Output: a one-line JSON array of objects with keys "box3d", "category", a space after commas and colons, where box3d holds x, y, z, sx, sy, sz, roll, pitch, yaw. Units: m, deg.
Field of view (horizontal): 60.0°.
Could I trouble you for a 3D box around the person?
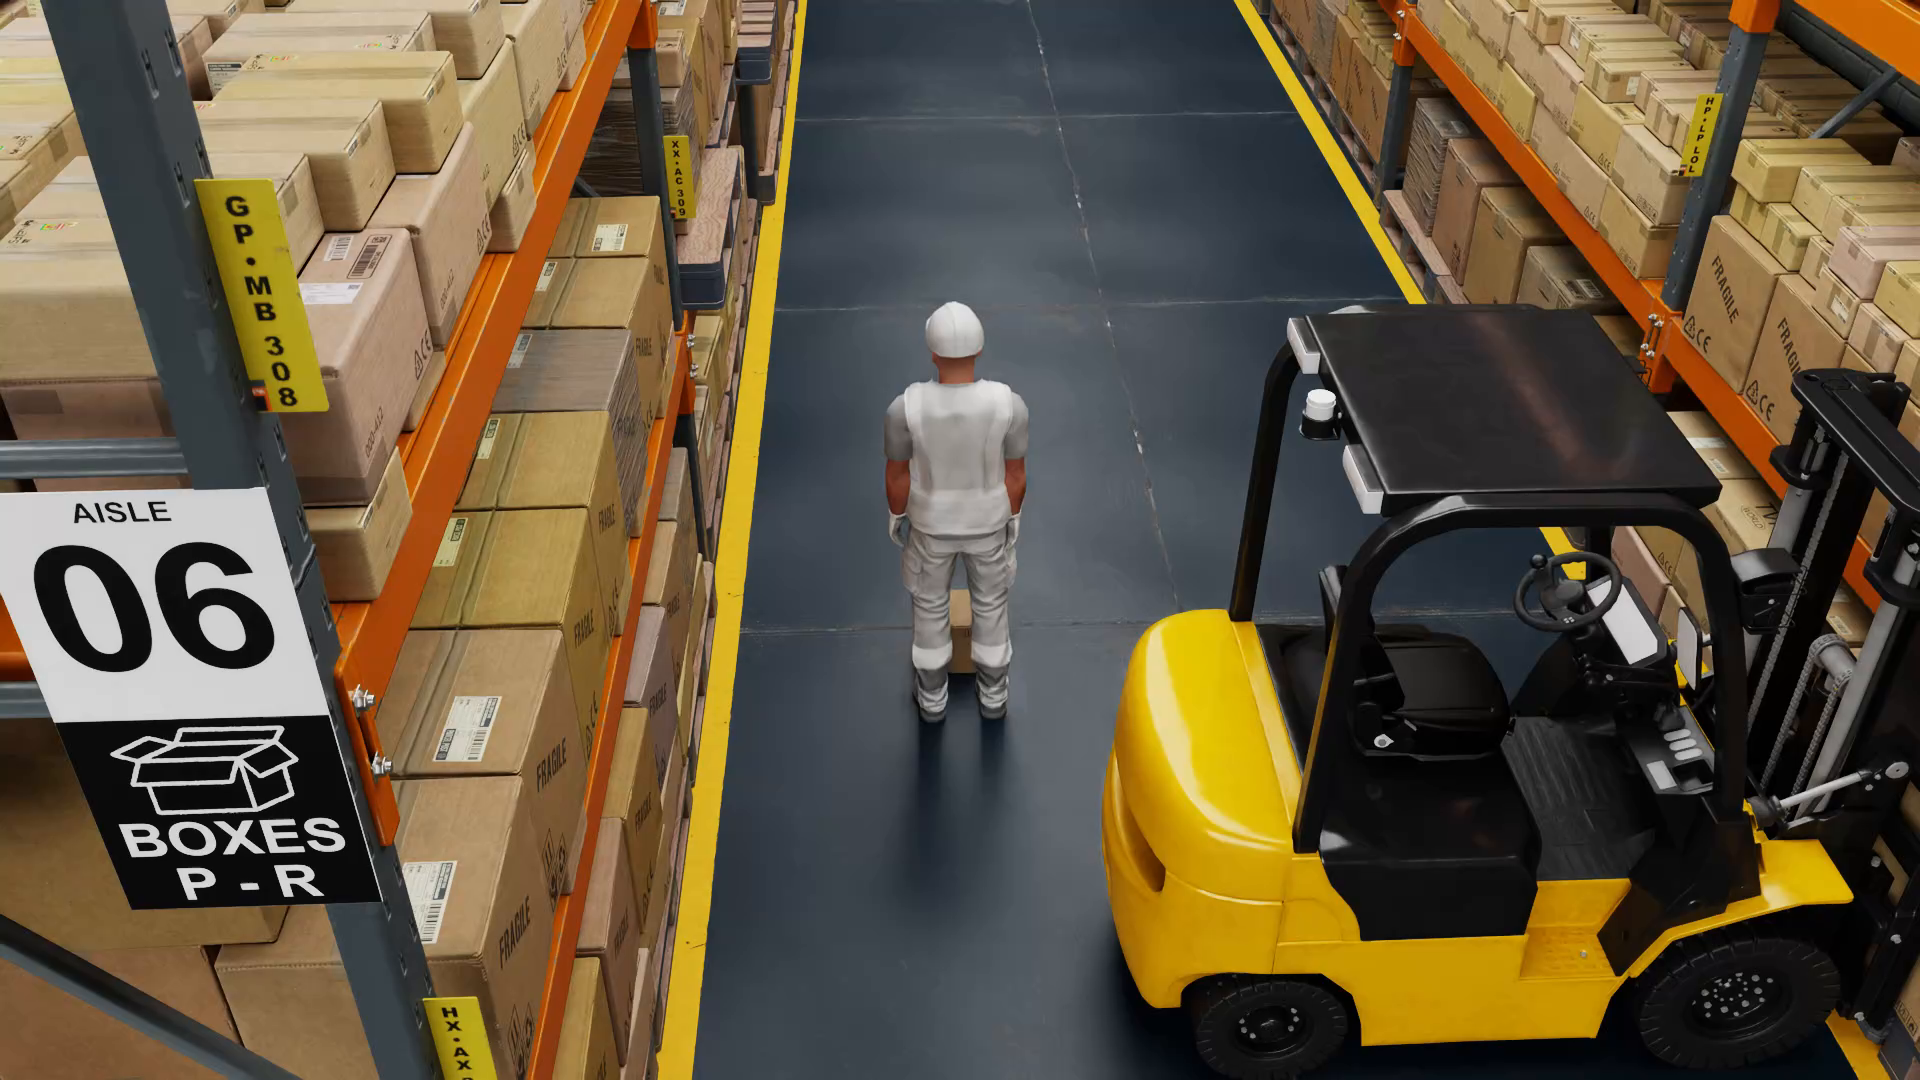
[{"box3d": [-0.015, -0.078, 6.238, 0.525, 1.783, 0.341, -2, 35, -2], "category": "person"}]
